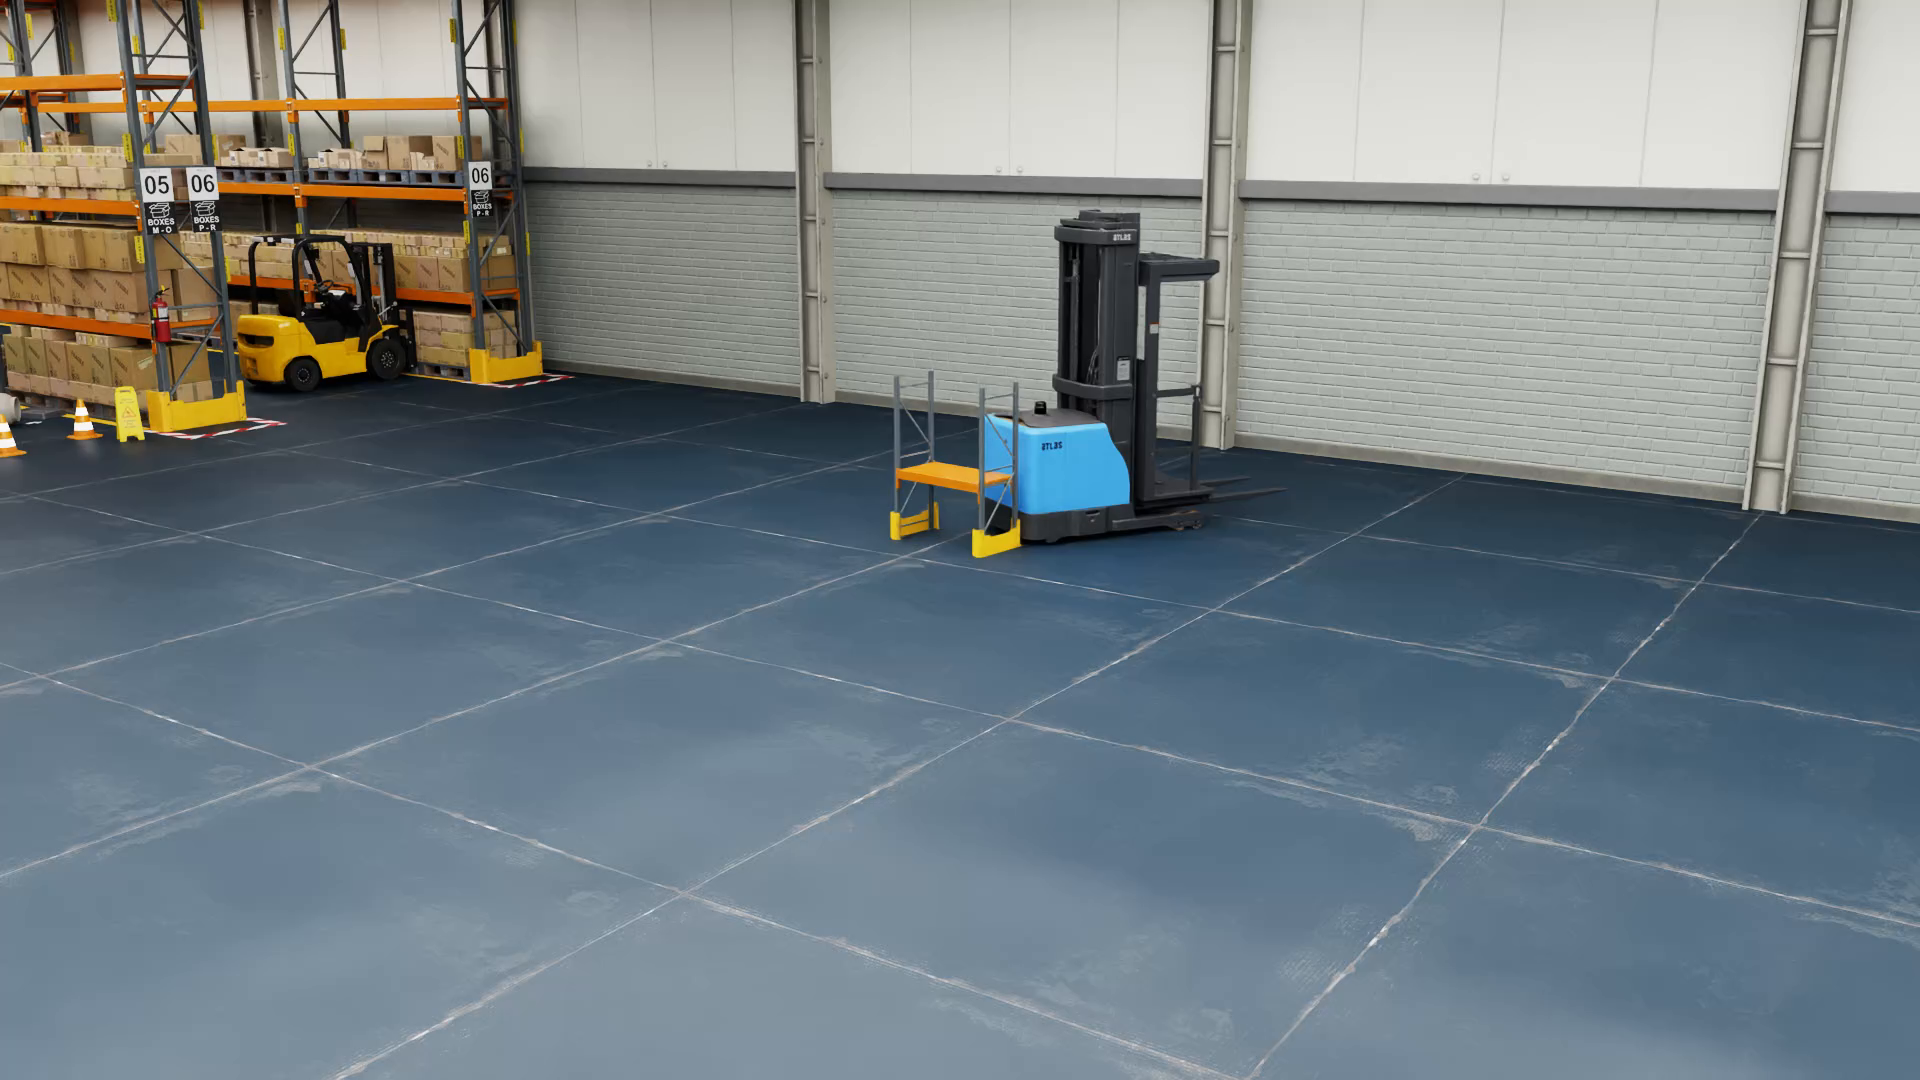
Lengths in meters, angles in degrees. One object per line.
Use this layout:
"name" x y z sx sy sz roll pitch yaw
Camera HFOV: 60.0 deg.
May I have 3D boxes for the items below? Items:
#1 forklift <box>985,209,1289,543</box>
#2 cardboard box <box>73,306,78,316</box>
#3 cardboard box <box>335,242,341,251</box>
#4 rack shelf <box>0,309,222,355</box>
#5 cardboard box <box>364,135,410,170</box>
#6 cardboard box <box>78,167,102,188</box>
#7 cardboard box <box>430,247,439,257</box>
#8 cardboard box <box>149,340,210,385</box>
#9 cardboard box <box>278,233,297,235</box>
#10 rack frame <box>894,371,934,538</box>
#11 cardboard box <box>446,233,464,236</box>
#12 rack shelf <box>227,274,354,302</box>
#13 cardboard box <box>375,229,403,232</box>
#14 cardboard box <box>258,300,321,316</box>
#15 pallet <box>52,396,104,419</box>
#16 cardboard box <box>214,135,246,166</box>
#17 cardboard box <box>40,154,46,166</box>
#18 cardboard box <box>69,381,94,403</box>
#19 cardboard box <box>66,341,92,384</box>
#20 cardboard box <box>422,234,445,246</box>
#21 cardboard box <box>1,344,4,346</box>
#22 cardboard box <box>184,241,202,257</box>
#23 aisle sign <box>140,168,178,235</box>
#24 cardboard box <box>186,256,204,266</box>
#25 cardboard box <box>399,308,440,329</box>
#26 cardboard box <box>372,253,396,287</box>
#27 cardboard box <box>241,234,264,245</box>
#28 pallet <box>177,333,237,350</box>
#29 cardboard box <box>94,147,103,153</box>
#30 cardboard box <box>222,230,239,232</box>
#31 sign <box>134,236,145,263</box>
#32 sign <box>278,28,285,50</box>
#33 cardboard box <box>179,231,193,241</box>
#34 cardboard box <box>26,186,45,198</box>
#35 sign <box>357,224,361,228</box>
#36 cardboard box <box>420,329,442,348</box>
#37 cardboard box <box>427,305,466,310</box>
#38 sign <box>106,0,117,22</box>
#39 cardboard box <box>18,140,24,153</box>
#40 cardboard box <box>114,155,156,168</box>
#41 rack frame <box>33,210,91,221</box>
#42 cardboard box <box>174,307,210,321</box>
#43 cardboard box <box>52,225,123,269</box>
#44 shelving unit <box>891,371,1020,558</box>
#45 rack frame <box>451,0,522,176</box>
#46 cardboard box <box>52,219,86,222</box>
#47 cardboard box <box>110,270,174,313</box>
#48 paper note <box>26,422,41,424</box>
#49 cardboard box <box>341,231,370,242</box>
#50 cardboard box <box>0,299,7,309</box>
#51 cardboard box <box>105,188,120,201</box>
"forklift" 1.736 -1.617 15.681 3.031 2.935 1.130 -7 15 -26
"cardboard box" -11.314 -3.011 21.693 0.250 0.149 0.380 9 17 33
"cardboard box" -9.614 -4.647 26.224 0.250 0.149 0.380 9 17 33
"rack shelf" -11.287 -2.835 21.959 4.000 0.370 1.077 9 17 33
"cardboard box" -8.621 -5.919 25.381 0.637 0.503 0.797 10 17 35
"cardboard box" -10.611 -4.529 20.756 0.500 0.250 0.500 9 16 32
"cardboard box" -7.714 -4.336 24.966 0.250 0.149 0.380 10 17 34
"cardboard box" -10.162 -2.316 21.651 0.500 0.500 0.500 9 16 31
"cardboard box" -11.167 -5.045 27.830 0.250 0.149 0.380 9 17 33
"rack frame" -0.420 -0.785 15.302 0.032 1.500 0.500 12 18 40
"cardboard box" -7.642 -4.613 25.464 0.250 0.149 0.380 9 17 33
"rack shelf" -11.839 -4.362 28.126 4.000 0.370 1.077 9 17 33
"cardboard box" -9.091 -4.872 26.514 0.250 0.149 0.380 9 16 32
"cardboard box" -11.258 -3.668 27.891 0.625 0.625 0.875 9 17 32
"pallet" -11.353 -1.853 22.295 1.213 0.211 1.003 9 17 33
"cardboard box" -12.189 -6.454 27.548 0.500 0.500 0.500 10 17 34
"cardboard box" -11.531 -4.875 21.321 0.250 0.149 0.380 10 17 34
"cardboard box" -11.311 -1.980 21.856 0.500 0.250 0.500 8 16 31
"cardboard box" -11.287 -2.343 21.762 0.500 0.500 0.500 9 16 32
"cardboard box" -7.894 -4.525 25.111 0.250 0.149 0.380 9 17 33
"cardboard box" -14.559 -2.640 24.266 0.625 0.372 0.950 10 17 35
"cardboard box" -12.852 -4.974 28.372 0.500 0.250 0.500 10 17 35
"aisle sign" -9.738 -4.112 20.210 0.004 0.787 0.394 9 17 33
"cardboard box" -12.852 -4.730 28.427 0.500 0.250 0.500 9 16 32
"cardboard box" -8.267 -3.394 25.484 0.500 0.250 0.500 9 17 34
"cardboard box" -8.689 -4.174 25.662 0.500 0.500 0.500 9 17 33
"cardboard box" -11.663 -4.974 27.541 0.250 0.149 0.380 9 17 33
"pallet" -12.837 -3.508 28.981 1.213 0.211 1.003 9 17 33
"cardboard box" -15.025 -6.862 29.348 0.250 0.149 0.380 9 17 33
"cardboard box" -12.655 -5.280 28.779 0.250 0.149 0.380 9 17 33
"sign" -9.954 -3.524 20.176 0.005 0.325 0.100 9 17 33
"sign" -10.472 -7.737 25.670 0.005 0.325 0.100 9 17 33
"cardboard box" -13.176 -5.206 28.480 0.250 0.149 0.380 10 17 34
"cardboard box" -11.804 -4.506 21.490 0.250 0.149 0.380 9 16 32
"sign" -9.871 -5.013 27.290 0.005 0.325 0.100 9 17 33
"cardboard box" -7.848 -3.091 25.301 0.500 0.250 0.500 9 17 32
"cardboard box" -7.979 -3.499 25.909 0.500 0.250 0.500 9 17 32
"sign" -9.954 -6.251 19.501 0.005 0.325 0.100 9 17 33
"cardboard box" -17.370 -7.306 30.931 0.500 0.250 0.500 9 17 33
"cardboard box" -10.073 -4.624 20.308 0.250 0.149 0.380 9 17 33
"rack frame" -16.817 -5.516 31.290 0.127 3.000 1.000 9 17 33
"cardboard box" -9.793 -2.881 21.170 0.250 0.149 0.380 9 17 33
"cardboard box" -11.069 -3.737 21.196 0.500 0.500 0.700 9 16 32
"shelving unit" -0.046 -0.706 14.981 1.083 1.500 0.587 12 18 40
"rack frame" -6.860 -6.819 24.068 0.127 3.000 1.000 9 17 33
"cardboard box" -16.541 -5.659 30.785 0.500 0.500 0.700 10 17 34
"cardboard box" -10.231 -3.127 20.813 0.500 0.500 0.500 9 16 32
"paper note" -11.846 -1.505 21.267 0.148 0.019 0.142 3 14 14
"cardboard box" -9.440 -4.744 25.997 0.250 0.149 0.380 10 17 34
"cardboard box" -12.864 -3.225 22.557 0.250 0.149 0.380 9 17 33
"cardboard box" -10.304 -4.269 20.535 0.250 0.149 0.380 9 17 33
